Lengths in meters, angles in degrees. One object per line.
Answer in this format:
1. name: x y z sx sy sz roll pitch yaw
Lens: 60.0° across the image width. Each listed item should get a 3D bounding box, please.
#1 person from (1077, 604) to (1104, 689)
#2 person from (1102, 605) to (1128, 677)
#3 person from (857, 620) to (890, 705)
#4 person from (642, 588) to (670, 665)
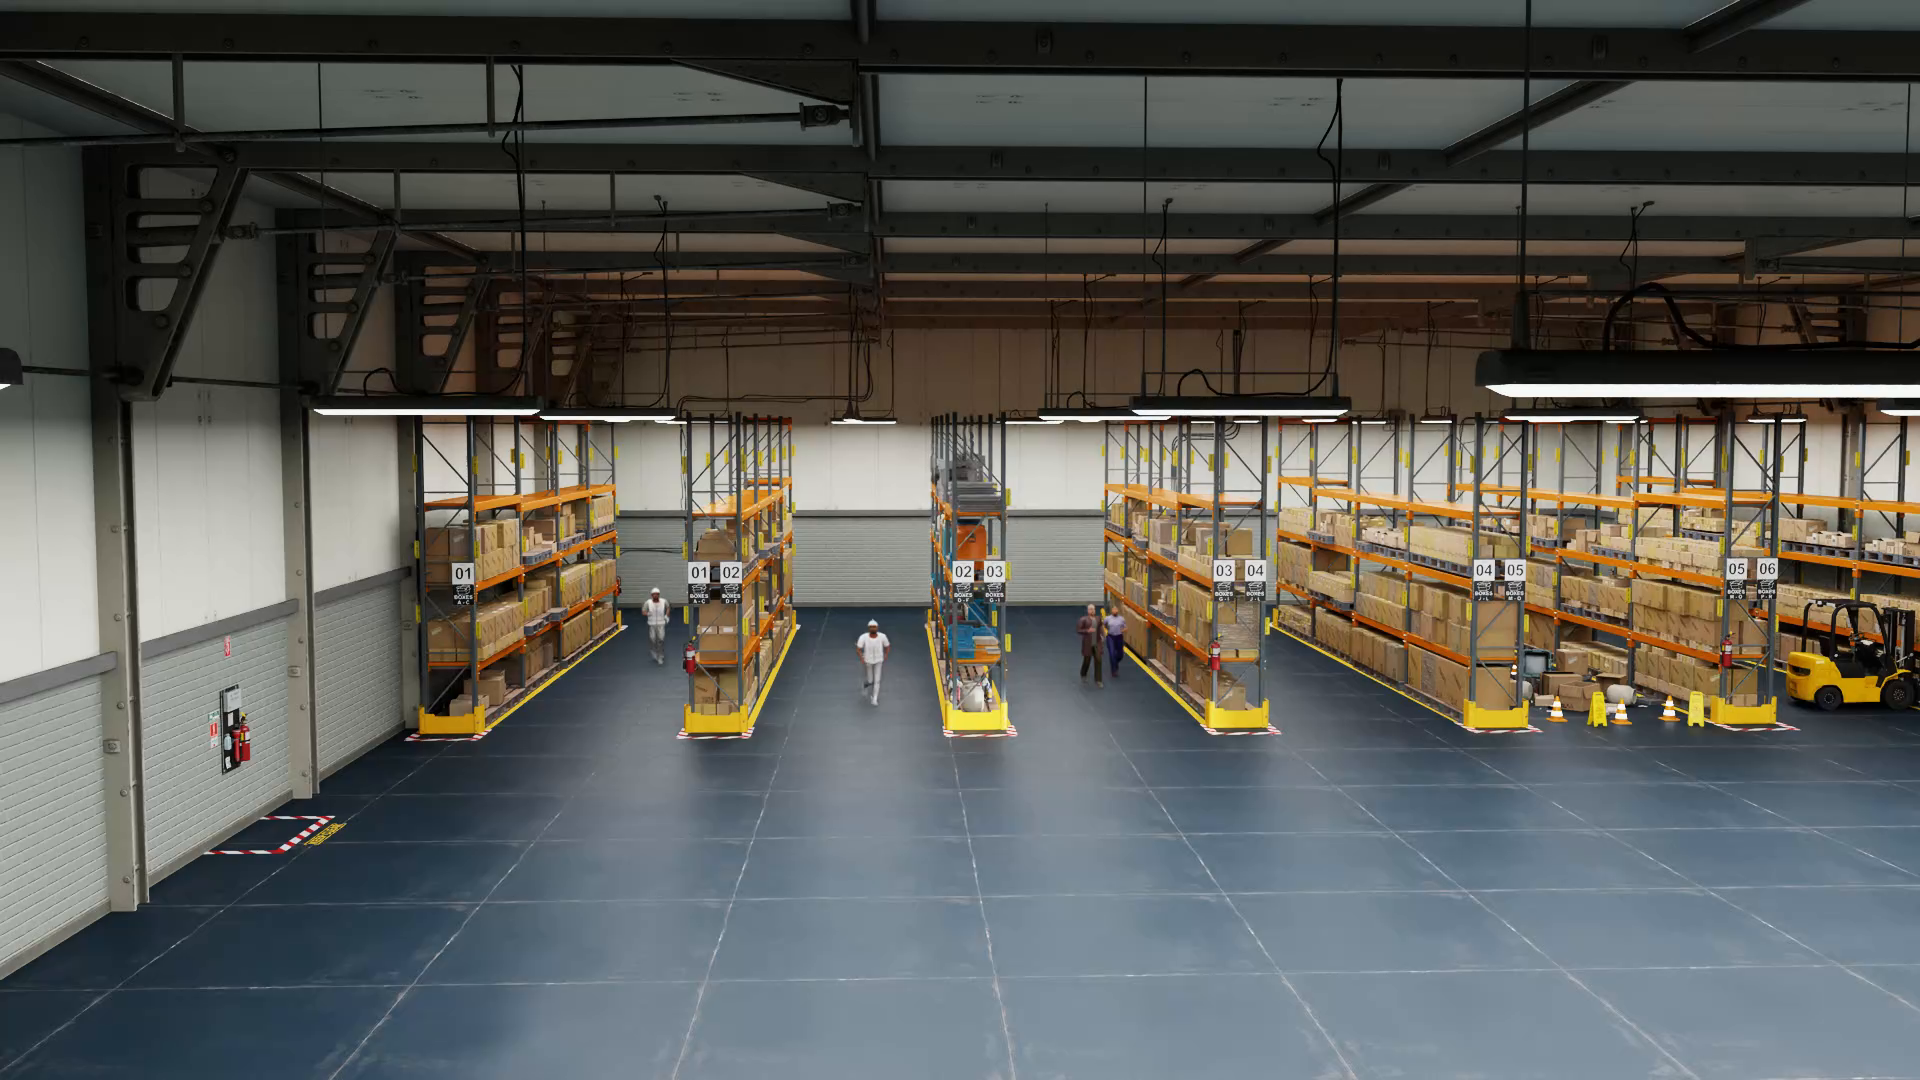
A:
1. person: 2.885 2.316 36.579 0.698 1.804 0.981 -1 4 -16
2. person: 3.560 2.305 38.322 0.620 1.614 0.843 0 4 -7
3. person: -1.784 2.522 34.453 0.698 1.741 0.662 -1 4 -10
4. person: -7.374 2.074 40.338 0.672 1.820 0.928 -1 4 -12
